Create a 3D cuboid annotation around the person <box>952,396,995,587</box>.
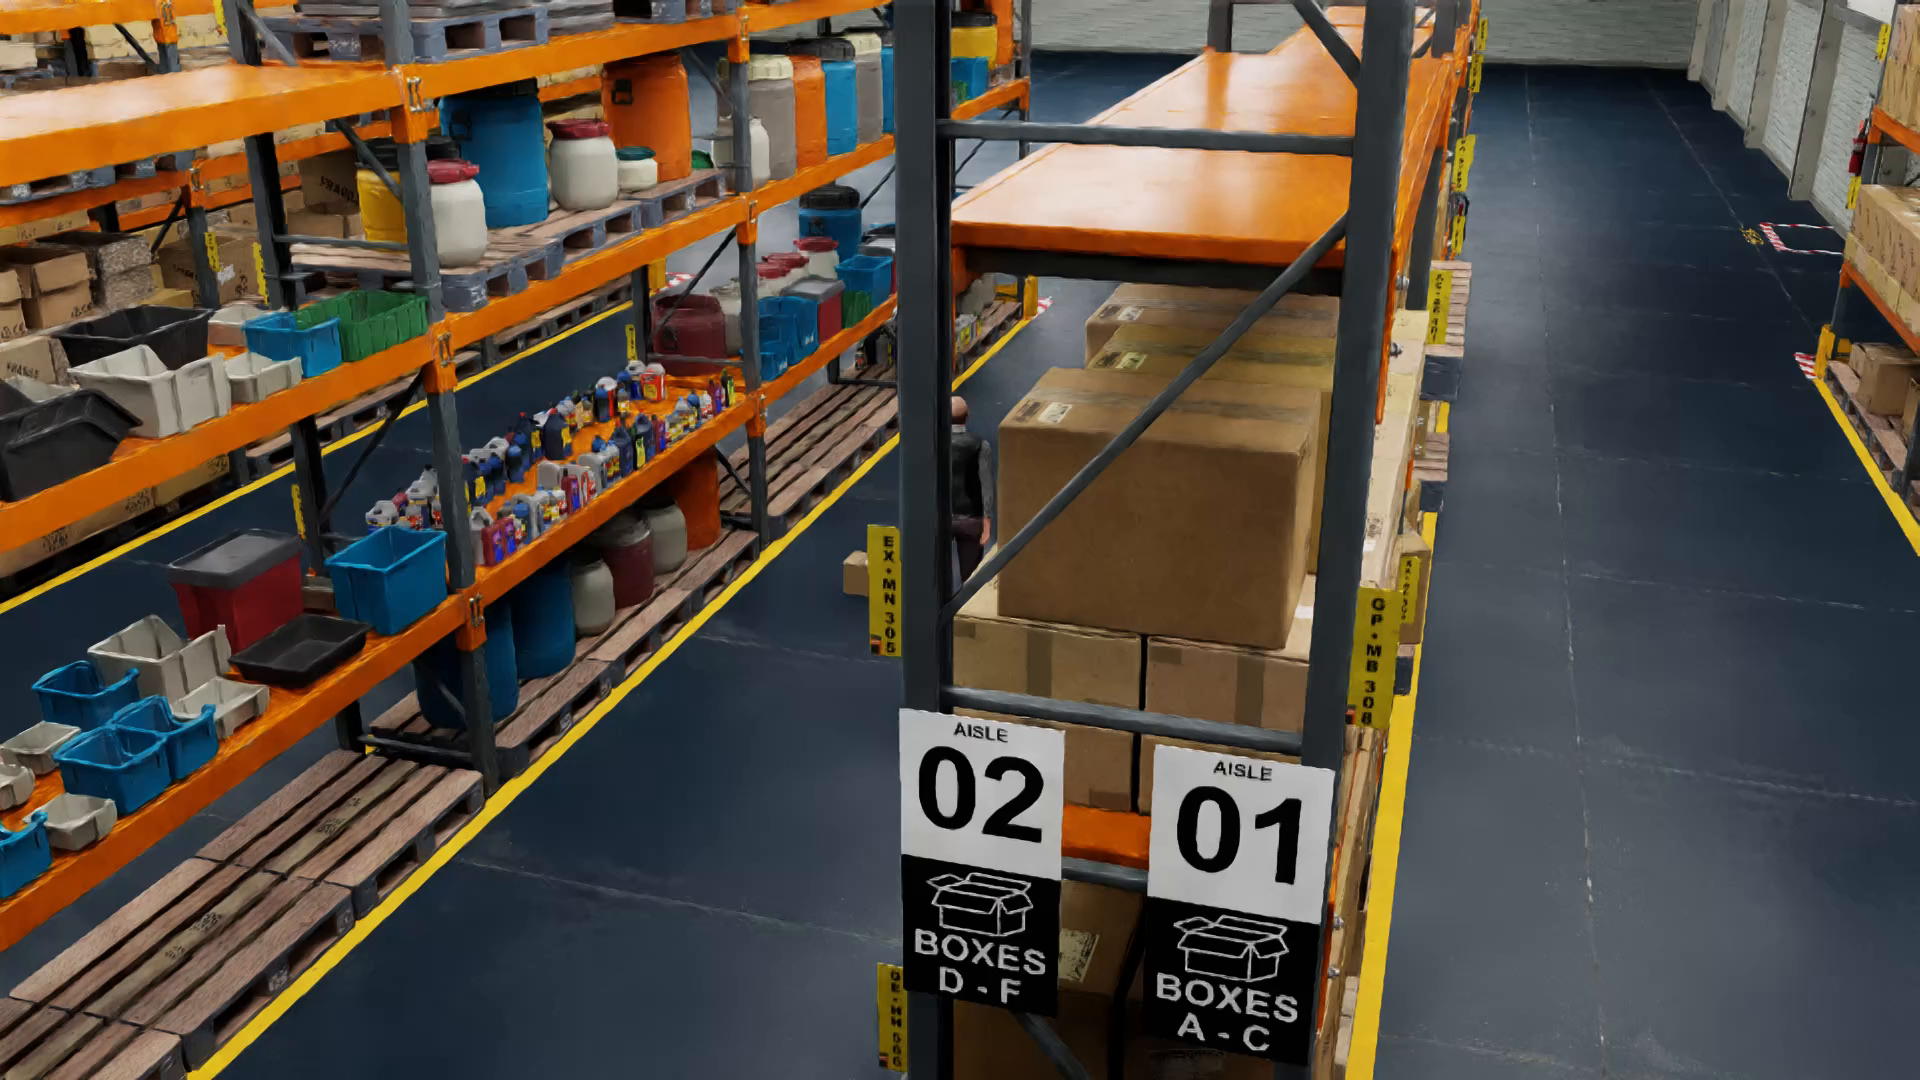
[{"bbox_3d":[-0.032,-0.117,11.431,0.547,1.700,0.620,-2,22,-4],"label":"person"}]
